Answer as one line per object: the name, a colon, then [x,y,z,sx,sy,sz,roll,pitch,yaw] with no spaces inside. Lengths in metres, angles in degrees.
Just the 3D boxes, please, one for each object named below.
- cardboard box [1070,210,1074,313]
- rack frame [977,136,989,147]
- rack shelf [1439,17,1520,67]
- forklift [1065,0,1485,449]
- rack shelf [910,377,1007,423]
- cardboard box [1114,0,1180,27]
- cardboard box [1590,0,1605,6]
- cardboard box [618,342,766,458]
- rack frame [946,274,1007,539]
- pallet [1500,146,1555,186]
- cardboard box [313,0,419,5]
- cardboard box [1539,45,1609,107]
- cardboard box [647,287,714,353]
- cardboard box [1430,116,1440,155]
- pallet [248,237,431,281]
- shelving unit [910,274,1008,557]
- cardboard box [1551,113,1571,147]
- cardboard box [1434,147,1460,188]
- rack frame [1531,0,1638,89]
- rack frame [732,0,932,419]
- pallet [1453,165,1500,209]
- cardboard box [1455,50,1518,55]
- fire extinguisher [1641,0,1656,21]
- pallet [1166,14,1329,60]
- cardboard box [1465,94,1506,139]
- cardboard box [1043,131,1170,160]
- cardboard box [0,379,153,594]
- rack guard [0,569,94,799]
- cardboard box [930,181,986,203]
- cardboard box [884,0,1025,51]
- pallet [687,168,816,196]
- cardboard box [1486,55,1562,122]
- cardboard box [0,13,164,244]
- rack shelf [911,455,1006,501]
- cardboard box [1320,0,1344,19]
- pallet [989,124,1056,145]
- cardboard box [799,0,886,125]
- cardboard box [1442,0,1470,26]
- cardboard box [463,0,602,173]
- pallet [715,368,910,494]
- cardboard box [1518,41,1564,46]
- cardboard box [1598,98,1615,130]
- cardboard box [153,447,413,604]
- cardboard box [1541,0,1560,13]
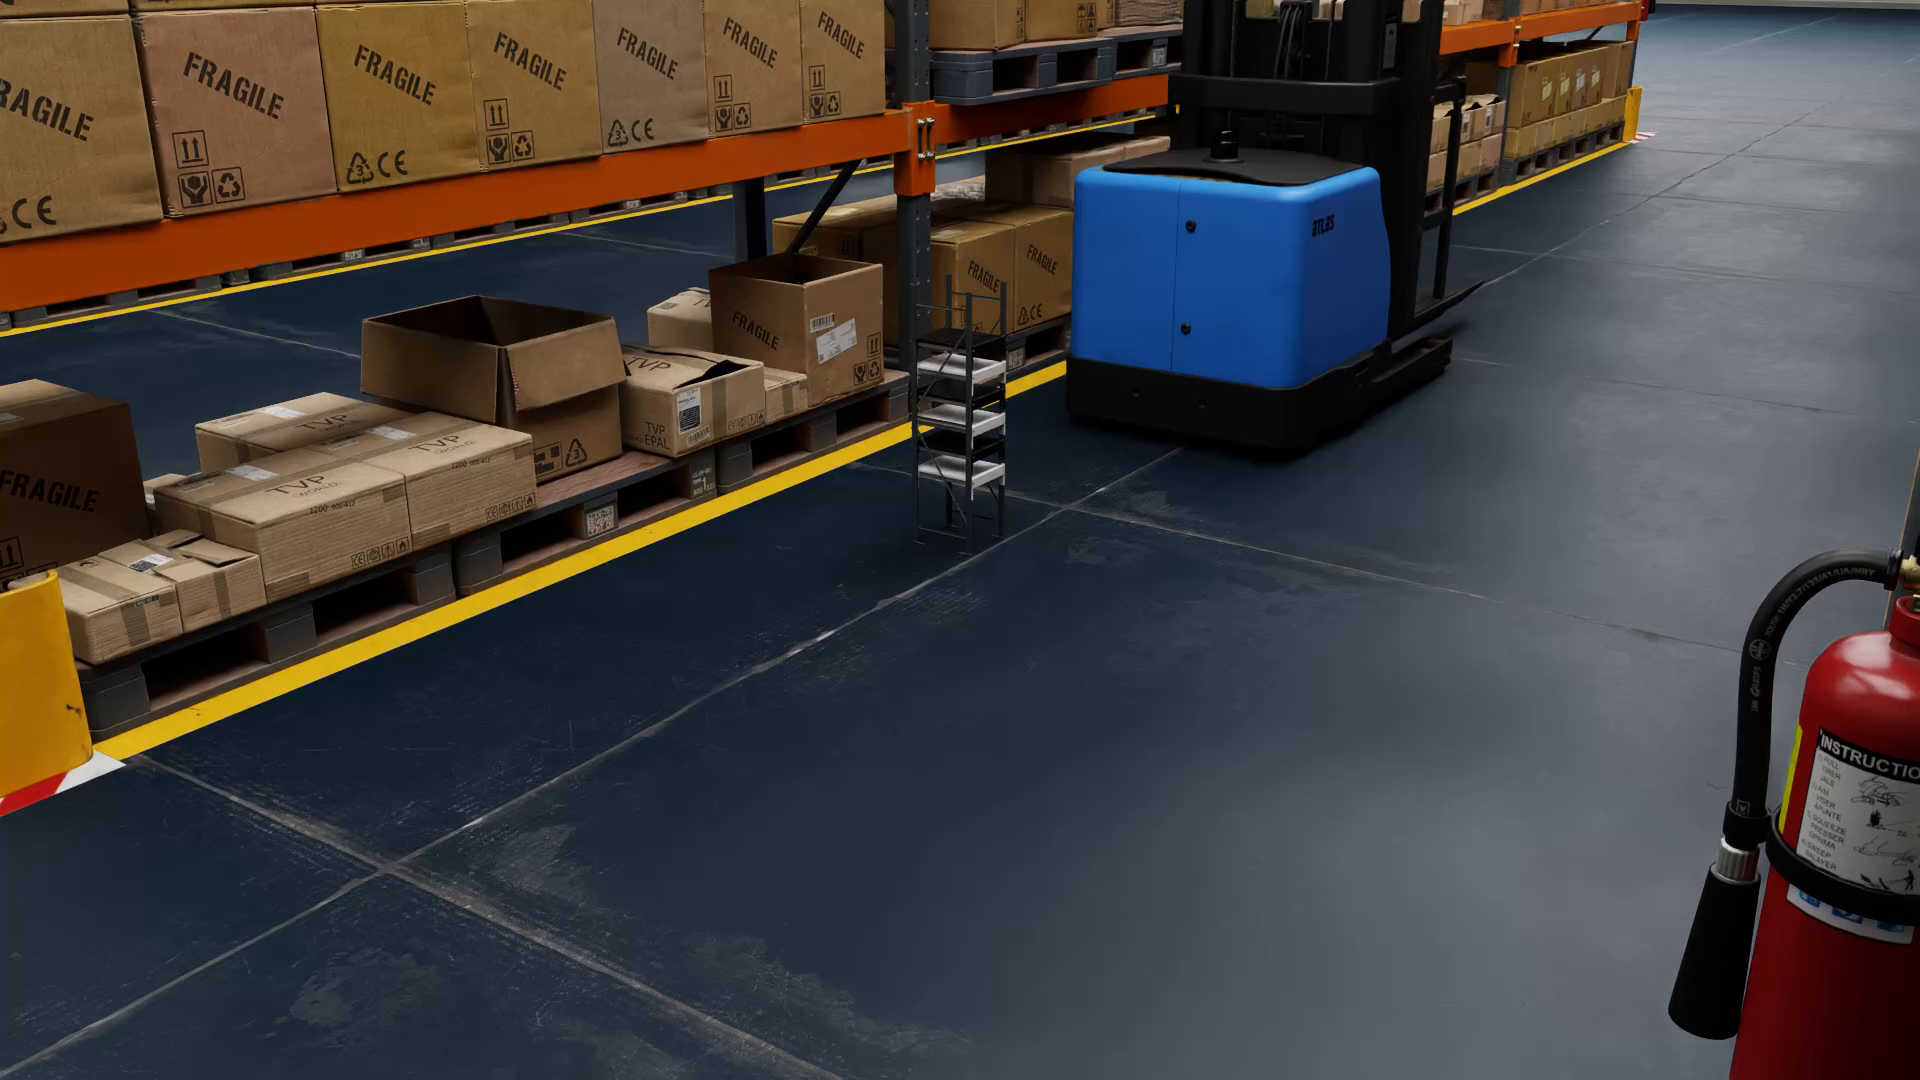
cardboard box: [0.482,-1.465,8.370,0.500,0.500,0.500,14,24,32]
rack frame: [-0.166,-5.305,15.783,1.000,3.000,0.127,13,24,32]
rack shelf: [2.804,-3.427,11.742,1.077,0.370,4.000,13,24,32]
forklift: [1.685,-2.189,7.459,1.130,2.935,3.031,13,24,31]
rack shelf: [-0.005,-0.473,5.583,0.258,0.077,0.200,13,24,32]
cardboard box: [0.747,-3.006,8.819,0.500,0.500,0.700,-19,28,-41]
cardboard box: [5.613,-5.249,15.489,0.700,0.500,0.500,14,24,33]
cardboard box: [-1.076,-0.554,6.180,0.500,0.311,0.500,13,24,32]
rack frame: [0.053,-0.449,5.681,0.240,0.900,0.006,13,24,32]
pallet: [4.410,-3.250,14.247,1.003,0.211,1.213,13,24,32]
cardboard box: [-1.777,-1.781,4.670,0.500,0.500,0.500,14,24,33]
cardboard box: [5.571,-4.243,15.189,0.500,0.500,0.500,13,24,32]
cardboard box: [-0.984,-0.910,7.142,0.500,0.311,0.500,13,24,32]
cardboard box: [3.082,-2.899,11.829,0.500,0.311,0.500,13,24,31]
pallet: [-4.195,-1.915,10.638,1.003,0.211,1.213,13,24,32]
shelving unit: [-0.005,-0.420,5.603,0.258,0.900,0.210,13,24,32]
cardboard box: [5.010,-3.604,14.543,0.500,0.250,0.500,13,24,32]
cardboard box: [3.362,-2.778,12.310,0.500,0.250,0.500,14,24,33]
rack frame: [6.177,-5.486,16.271,1.000,3.000,0.127,13,24,32]
rack frame: [-0.569,-2.042,6.963,1.000,3.000,0.127,13,24,32]
pallet: [3.546,-2.811,13.060,1.003,0.211,1.213,13,24,32]
cardboard box: [4.577,-4.058,14.689,0.500,0.500,0.500,13,24,32]
fire extinguisher: [6.627,-5.393,16.131,0.296,0.674,0.183,13,24,32]
pallet: [1.357,-2.892,9.536,1.213,0.211,1.003,13,24,32]
cardboard box: [3.938,-3.336,13.010,0.500,0.311,0.500,13,24,32]
cardboard box: [0.748,-1.950,8.602,0.500,0.250,0.500,13,24,31]
cardboard box: [-2.716,-0.133,4.769,0.500,0.500,0.500,13,24,32]
rack guard: [-2.775,0.256,4.353,1.175,0.500,0.348,13,24,32]
cardboard box: [0.039,-1.558,8.622,0.500,0.500,0.500,14,24,32]
cardboard box: [-0.118,-2.379,7.122,0.700,0.500,0.500,5,21,14]
pallet: [-1.947,-3.064,13.744,1.003,0.211,1.213,13,24,32]
cardboard box: [4.722,-3.814,14.029,0.500,0.500,0.500,13,24,32]
cardboard box: [-2.350,-1.018,4.048,0.500,0.500,0.500,14,24,33]
rack shelf: [-0.005,-0.220,5.677,0.258,0.077,0.200,13,24,32]
cardboard box: [2.343,-3.367,10.673,0.500,0.311,0.500,13,24,31]
pallet: [0.246,-4.182,16.766,1.003,0.211,1.213,13,24,32]
cardboard box: [-0.638,-1.896,6.423,0.500,0.500,0.500,14,24,33]
cardboard box: [3.586,-3.987,12.413,0.396,0.266,0.258,13,24,31]
cardboard box: [-1.497,-1.453,5.226,0.500,0.500,0.500,14,24,33]
pallet: [-0.956,-0.538,6.915,1.003,0.211,1.213,13,24,32]
cardboard box: [5.412,-4.490,15.858,0.500,0.500,0.500,13,24,32]
cardboard box: [5.849,-4.036,15.709,0.500,0.250,0.500,13,24,32]
cardboard box: [-1.996,-0.056,4.921,0.500,0.250,0.500,13,24,32]
cardboard box: [4.749,-4.809,14.298,0.700,0.500,0.500,14,24,33]
